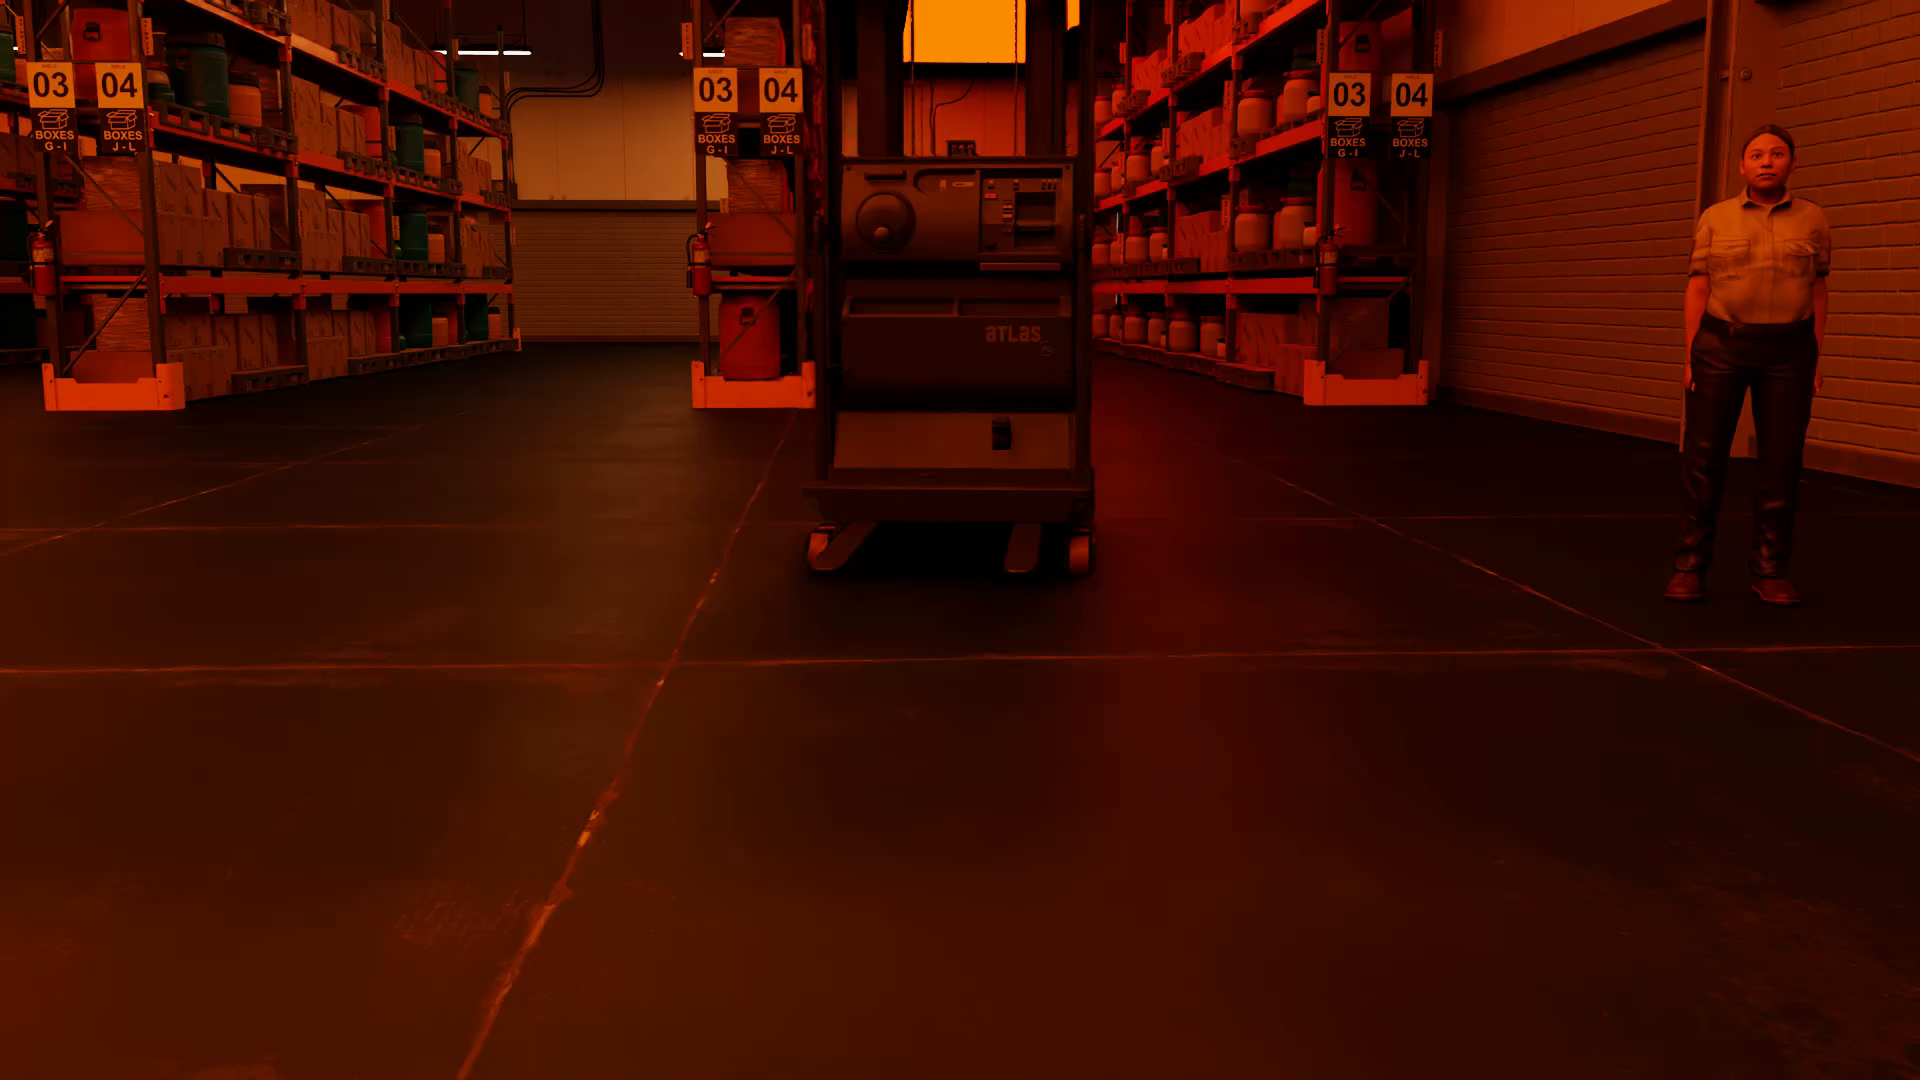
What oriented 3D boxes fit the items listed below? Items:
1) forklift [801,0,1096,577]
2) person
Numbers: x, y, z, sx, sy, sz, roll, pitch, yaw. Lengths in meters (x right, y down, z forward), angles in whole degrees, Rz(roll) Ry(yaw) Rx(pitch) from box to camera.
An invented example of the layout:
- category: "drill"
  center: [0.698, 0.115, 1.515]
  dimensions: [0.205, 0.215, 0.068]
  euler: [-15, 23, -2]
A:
- category: "forklift"
  center: [-0.022, -1.356, 6.466]
  dimensions: [1.130, 2.935, 3.031]
  euler: [1, 8, 4]
- category: "person"
  center: [2.765, -0.609, 5.817]
  dimensions: [0.481, 1.653, 0.355]
  euler: [3, 9, 17]
